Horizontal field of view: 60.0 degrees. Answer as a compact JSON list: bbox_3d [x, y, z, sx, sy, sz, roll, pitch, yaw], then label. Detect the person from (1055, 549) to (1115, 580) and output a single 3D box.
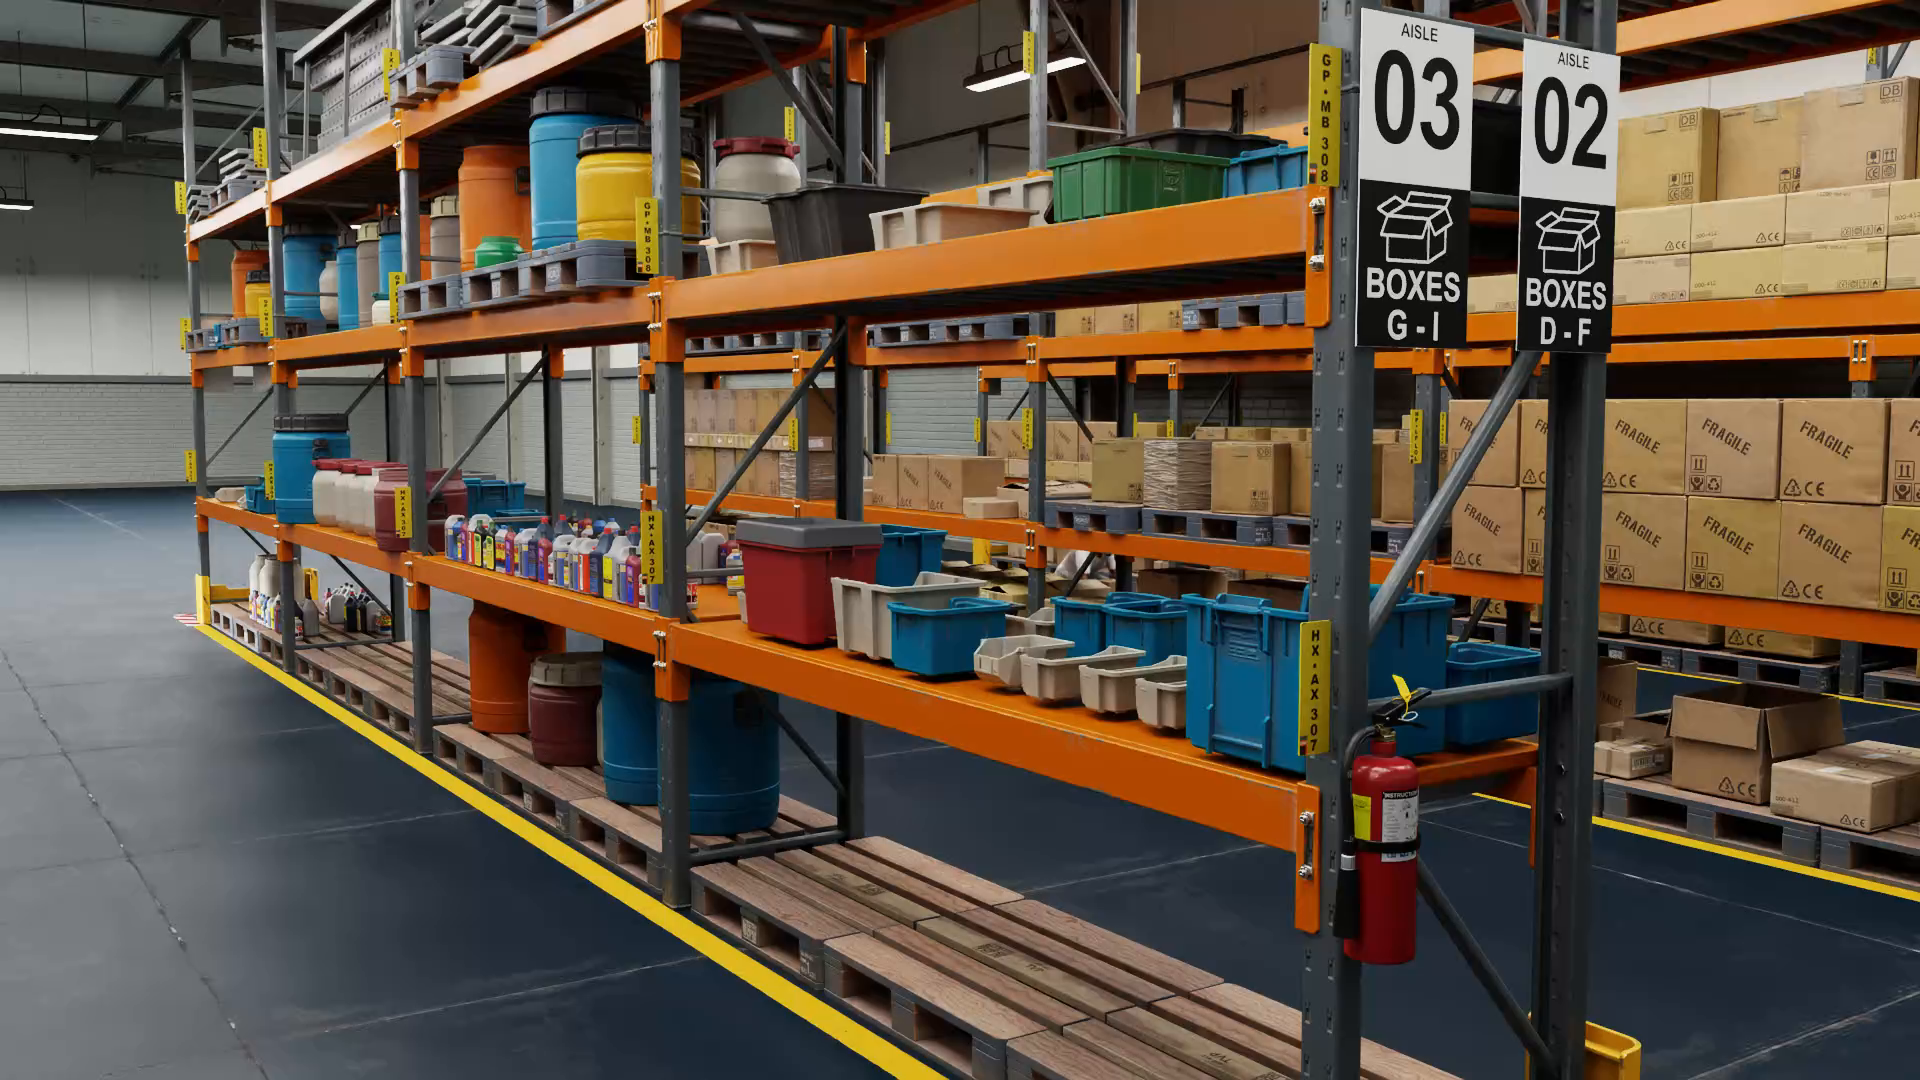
[{"bbox_3d":[1.399,0.355,17.604,0.573,1.001,0.881,-3,6,-34],"label":"person"}]
